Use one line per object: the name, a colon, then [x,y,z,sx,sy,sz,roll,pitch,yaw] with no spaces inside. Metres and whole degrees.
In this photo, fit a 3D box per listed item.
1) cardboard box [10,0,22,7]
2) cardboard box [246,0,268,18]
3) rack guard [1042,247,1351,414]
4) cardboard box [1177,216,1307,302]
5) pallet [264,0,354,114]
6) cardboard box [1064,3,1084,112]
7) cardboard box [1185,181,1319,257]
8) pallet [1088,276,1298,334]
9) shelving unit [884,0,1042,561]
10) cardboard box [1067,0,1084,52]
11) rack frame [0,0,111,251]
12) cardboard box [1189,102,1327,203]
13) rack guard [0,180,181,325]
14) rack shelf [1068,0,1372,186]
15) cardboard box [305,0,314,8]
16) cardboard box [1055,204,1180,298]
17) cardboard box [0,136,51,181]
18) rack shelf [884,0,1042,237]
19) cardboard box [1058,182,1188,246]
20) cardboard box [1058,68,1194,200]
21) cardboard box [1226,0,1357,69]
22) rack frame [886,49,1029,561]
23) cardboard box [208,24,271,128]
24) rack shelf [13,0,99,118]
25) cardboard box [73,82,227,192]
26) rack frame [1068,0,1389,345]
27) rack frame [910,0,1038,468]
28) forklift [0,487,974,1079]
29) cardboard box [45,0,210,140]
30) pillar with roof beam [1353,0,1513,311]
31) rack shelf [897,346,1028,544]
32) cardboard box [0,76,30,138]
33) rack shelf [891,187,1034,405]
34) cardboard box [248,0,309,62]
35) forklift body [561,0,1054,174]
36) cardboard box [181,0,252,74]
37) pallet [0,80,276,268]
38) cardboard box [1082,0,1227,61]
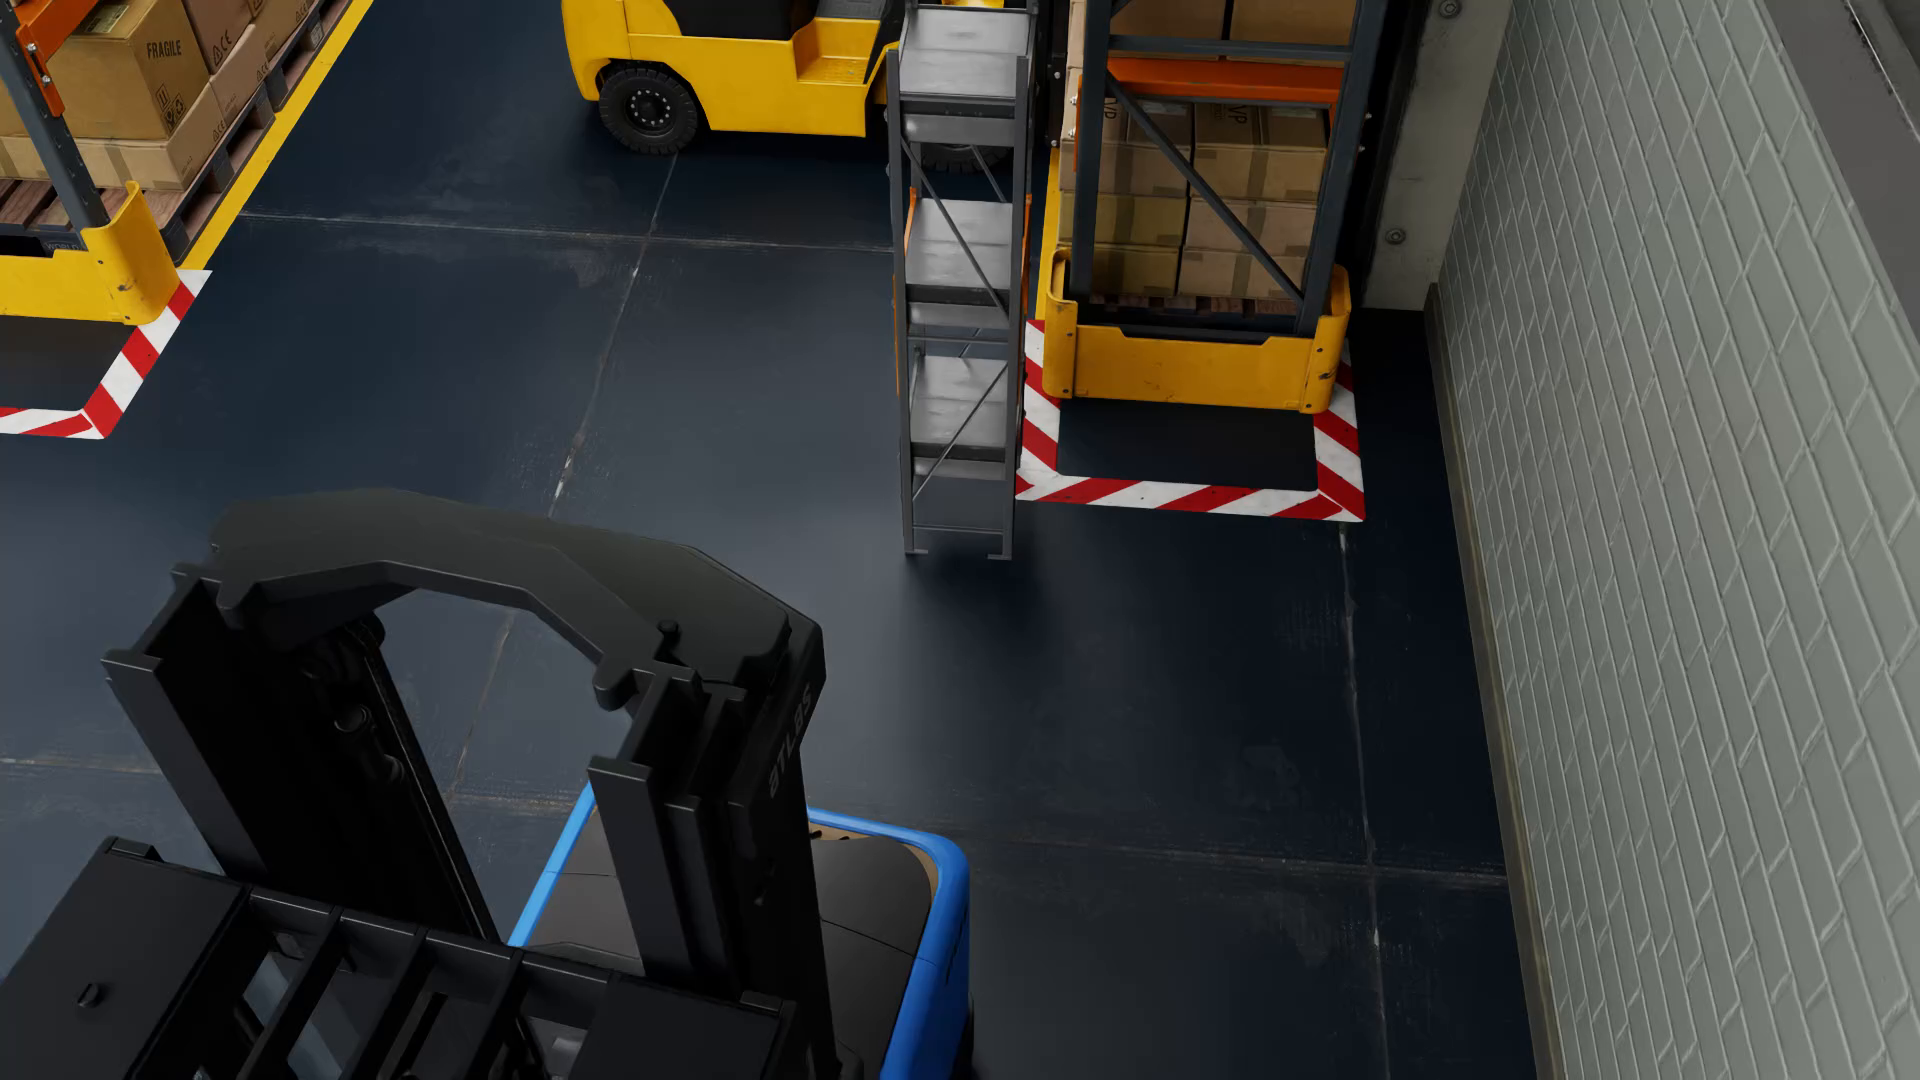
cardboard box: [-3.774,-2.184,6.385,0.380,0.149,0.250,4,48,4]
cardboard box: [-3.564,-2.844,7.889,0.500,0.500,0.500,5,48,4]
rack guard: [0.930,-0.841,6.680,1.175,0.500,0.348,4,48,4]
cardboard box: [1.171,-1.263,6.952,0.500,0.250,0.500,4,48,4]
pallet: [-3.782,-2.636,8.518,1.003,0.211,1.213,4,48,4]
cardboard box: [0.704,-1.988,6.937,0.500,0.250,0.500,5,48,4]
cardboard box: [1.182,-1.416,6.752,0.500,0.250,0.500,5,48,4]
pallet: [0.960,-1.326,7.319,1.003,0.211,1.213,4,48,4]
shelving unit: [0.015,-0.830,5.586,0.431,2.100,0.503,4,48,4]
cardboard box: [0.740,-2.359,7.276,0.500,0.250,0.500,4,48,4]
rack frame: [-4.011,-2.033,6.077,1.000,3.000,0.127,4,48,4]
cardboard box: [1.164,-1.594,6.576,0.500,0.250,0.500,3,48,3]
rack guard: [-4.005,-1.245,7.050,1.175,0.500,0.348,4,48,4]
rack shelf: [1.114,-2.929,7.383,1.077,0.370,4.000,4,48,4]
cardboard box: [-3.523,-2.968,8.511,0.500,0.250,0.500,5,48,4]
cardboard box: [0.660,-1.282,6.969,0.500,0.250,0.500,4,48,4]
cardboard box: [-4.204,-1.876,7.512,0.500,0.250,0.500,4,48,3]
rack shelf: [0.015,-1.293,5.080,0.431,0.518,0.480,4,48,4]
cardboard box: [0.665,-1.463,6.795,0.500,0.250,0.500,3,48,3]
cardboard box: [0.663,-1.612,6.593,0.500,0.250,0.500,5,48,5]
cardboard box: [1.254,-2.081,6.053,0.500,0.500,0.500,5,48,5]
rack frame: [-0.007,-0.651,5.422,0.400,2.100,0.015,4,48,4]
cardboard box: [-3.608,-2.195,7.804,0.500,0.250,0.500,5,48,5]
rack shelf: [-3.829,-3.260,7.686,1.077,0.370,4.000,4,48,4]
cardboard box: [-3.663,-1.821,7.461,0.500,0.250,0.500,4,48,3]
rack frame: [0.932,-1.702,5.774,1.000,3.000,0.127,4,48,4]
rack frame: [0.037,-1.010,5.750,0.400,2.100,0.015,4,48,4]
forklift: [-0.825,1.449,2.938,1.130,2.935,3.031,11,48,10]
cardboard box: [-3.661,-2.091,7.201,0.500,0.500,0.500,2,48,2]
pillar with roof beam: [-2.394,-4.467,4.237,9.100,9.000,0.400,4,48,4]
rack shelf: [0.015,-0.349,6.113,0.431,0.518,0.480,4,48,4]
cardboard box: [-4.198,-2.106,7.214,0.500,0.500,0.500,4,48,4]
rack shelf: [0.015,-0.821,5.596,0.431,0.518,0.480,4,48,4]
cardboard box: [-3.571,-2.597,8.172,0.500,0.250,0.500,7,48,6]
forklift body: [-0.712,-2.932,7.474,2.313,2.155,1.214,4,48,4]
cardboard box: [-3.618,-2.476,7.552,0.500,0.500,0.500,2,48,2]
pallet: [-3.895,-1.742,7.700,1.003,0.211,1.213,4,48,4]
cardboard box: [0.715,-2.115,6.084,0.500,0.500,0.500,3,48,3]
